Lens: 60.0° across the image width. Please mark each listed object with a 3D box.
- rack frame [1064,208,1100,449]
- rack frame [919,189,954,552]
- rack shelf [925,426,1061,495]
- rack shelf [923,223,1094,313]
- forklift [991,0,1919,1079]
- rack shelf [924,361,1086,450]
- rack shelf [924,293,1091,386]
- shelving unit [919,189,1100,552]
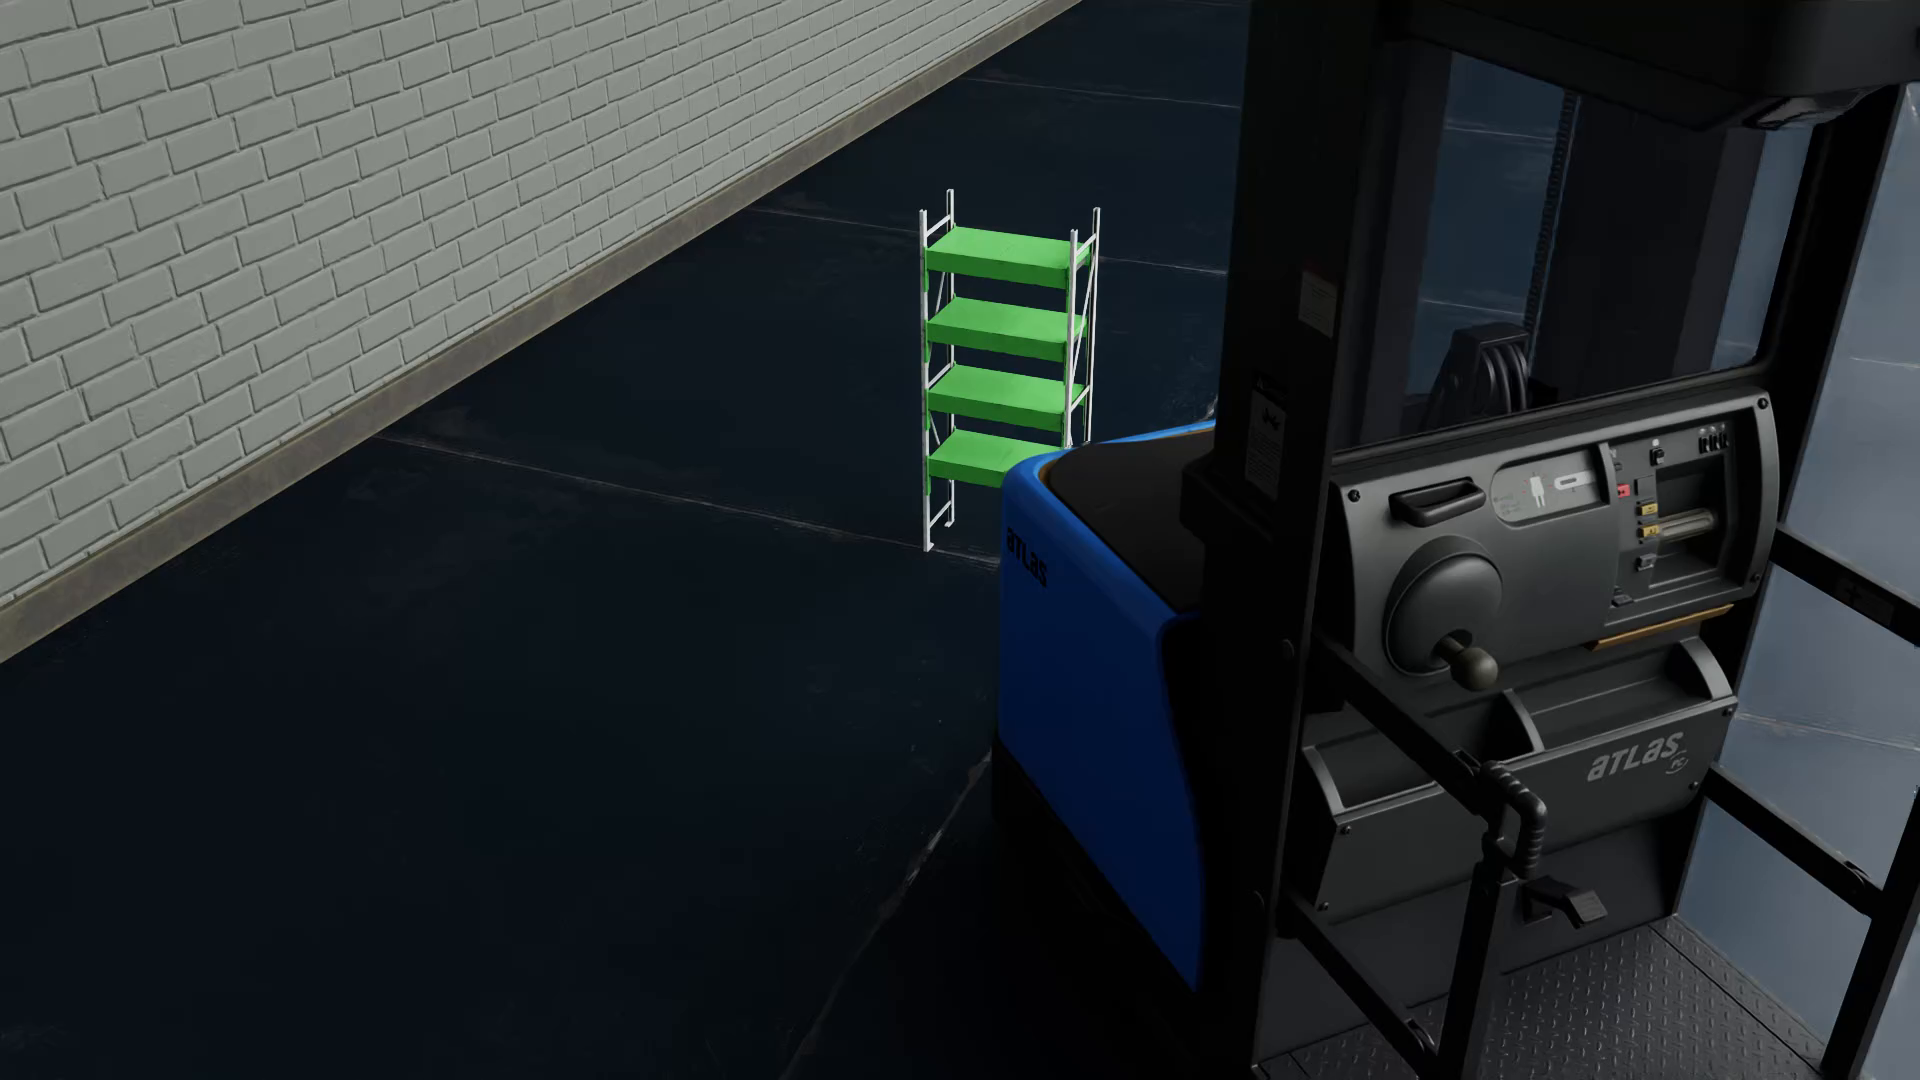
[{"bbox_3d":[0.379,-0.447,5.321,0.015,1.200,0.240,11,31,19],"label":"rack frame"},{"bbox_3d":[-0.073,-0.537,5.480,0.015,1.200,0.240,11,31,19],"label":"rack frame"},{"bbox_3d":[0.153,-0.227,5.550,0.480,0.148,0.258,11,31,19],"label":"rack shelf"},{"bbox_3d":[0.153,-0.854,5.196,0.480,0.148,0.258,11,31,19],"label":"rack shelf"},{"bbox_3d":[1.136,0.040,2.701,1.130,2.935,3.031,-12,32,-20],"label":"forklift"},{"bbox_3d":[0.153,-0.436,5.432,0.480,0.148,0.258,11,31,19],"label":"rack shelf"},{"bbox_3d":[0.153,-0.645,5.314,0.480,0.148,0.258,11,31,19],"label":"rack shelf"},{"bbox_3d":[0.153,-0.492,5.401,0.503,1.200,0.258,11,31,19],"label":"shelving unit"}]
